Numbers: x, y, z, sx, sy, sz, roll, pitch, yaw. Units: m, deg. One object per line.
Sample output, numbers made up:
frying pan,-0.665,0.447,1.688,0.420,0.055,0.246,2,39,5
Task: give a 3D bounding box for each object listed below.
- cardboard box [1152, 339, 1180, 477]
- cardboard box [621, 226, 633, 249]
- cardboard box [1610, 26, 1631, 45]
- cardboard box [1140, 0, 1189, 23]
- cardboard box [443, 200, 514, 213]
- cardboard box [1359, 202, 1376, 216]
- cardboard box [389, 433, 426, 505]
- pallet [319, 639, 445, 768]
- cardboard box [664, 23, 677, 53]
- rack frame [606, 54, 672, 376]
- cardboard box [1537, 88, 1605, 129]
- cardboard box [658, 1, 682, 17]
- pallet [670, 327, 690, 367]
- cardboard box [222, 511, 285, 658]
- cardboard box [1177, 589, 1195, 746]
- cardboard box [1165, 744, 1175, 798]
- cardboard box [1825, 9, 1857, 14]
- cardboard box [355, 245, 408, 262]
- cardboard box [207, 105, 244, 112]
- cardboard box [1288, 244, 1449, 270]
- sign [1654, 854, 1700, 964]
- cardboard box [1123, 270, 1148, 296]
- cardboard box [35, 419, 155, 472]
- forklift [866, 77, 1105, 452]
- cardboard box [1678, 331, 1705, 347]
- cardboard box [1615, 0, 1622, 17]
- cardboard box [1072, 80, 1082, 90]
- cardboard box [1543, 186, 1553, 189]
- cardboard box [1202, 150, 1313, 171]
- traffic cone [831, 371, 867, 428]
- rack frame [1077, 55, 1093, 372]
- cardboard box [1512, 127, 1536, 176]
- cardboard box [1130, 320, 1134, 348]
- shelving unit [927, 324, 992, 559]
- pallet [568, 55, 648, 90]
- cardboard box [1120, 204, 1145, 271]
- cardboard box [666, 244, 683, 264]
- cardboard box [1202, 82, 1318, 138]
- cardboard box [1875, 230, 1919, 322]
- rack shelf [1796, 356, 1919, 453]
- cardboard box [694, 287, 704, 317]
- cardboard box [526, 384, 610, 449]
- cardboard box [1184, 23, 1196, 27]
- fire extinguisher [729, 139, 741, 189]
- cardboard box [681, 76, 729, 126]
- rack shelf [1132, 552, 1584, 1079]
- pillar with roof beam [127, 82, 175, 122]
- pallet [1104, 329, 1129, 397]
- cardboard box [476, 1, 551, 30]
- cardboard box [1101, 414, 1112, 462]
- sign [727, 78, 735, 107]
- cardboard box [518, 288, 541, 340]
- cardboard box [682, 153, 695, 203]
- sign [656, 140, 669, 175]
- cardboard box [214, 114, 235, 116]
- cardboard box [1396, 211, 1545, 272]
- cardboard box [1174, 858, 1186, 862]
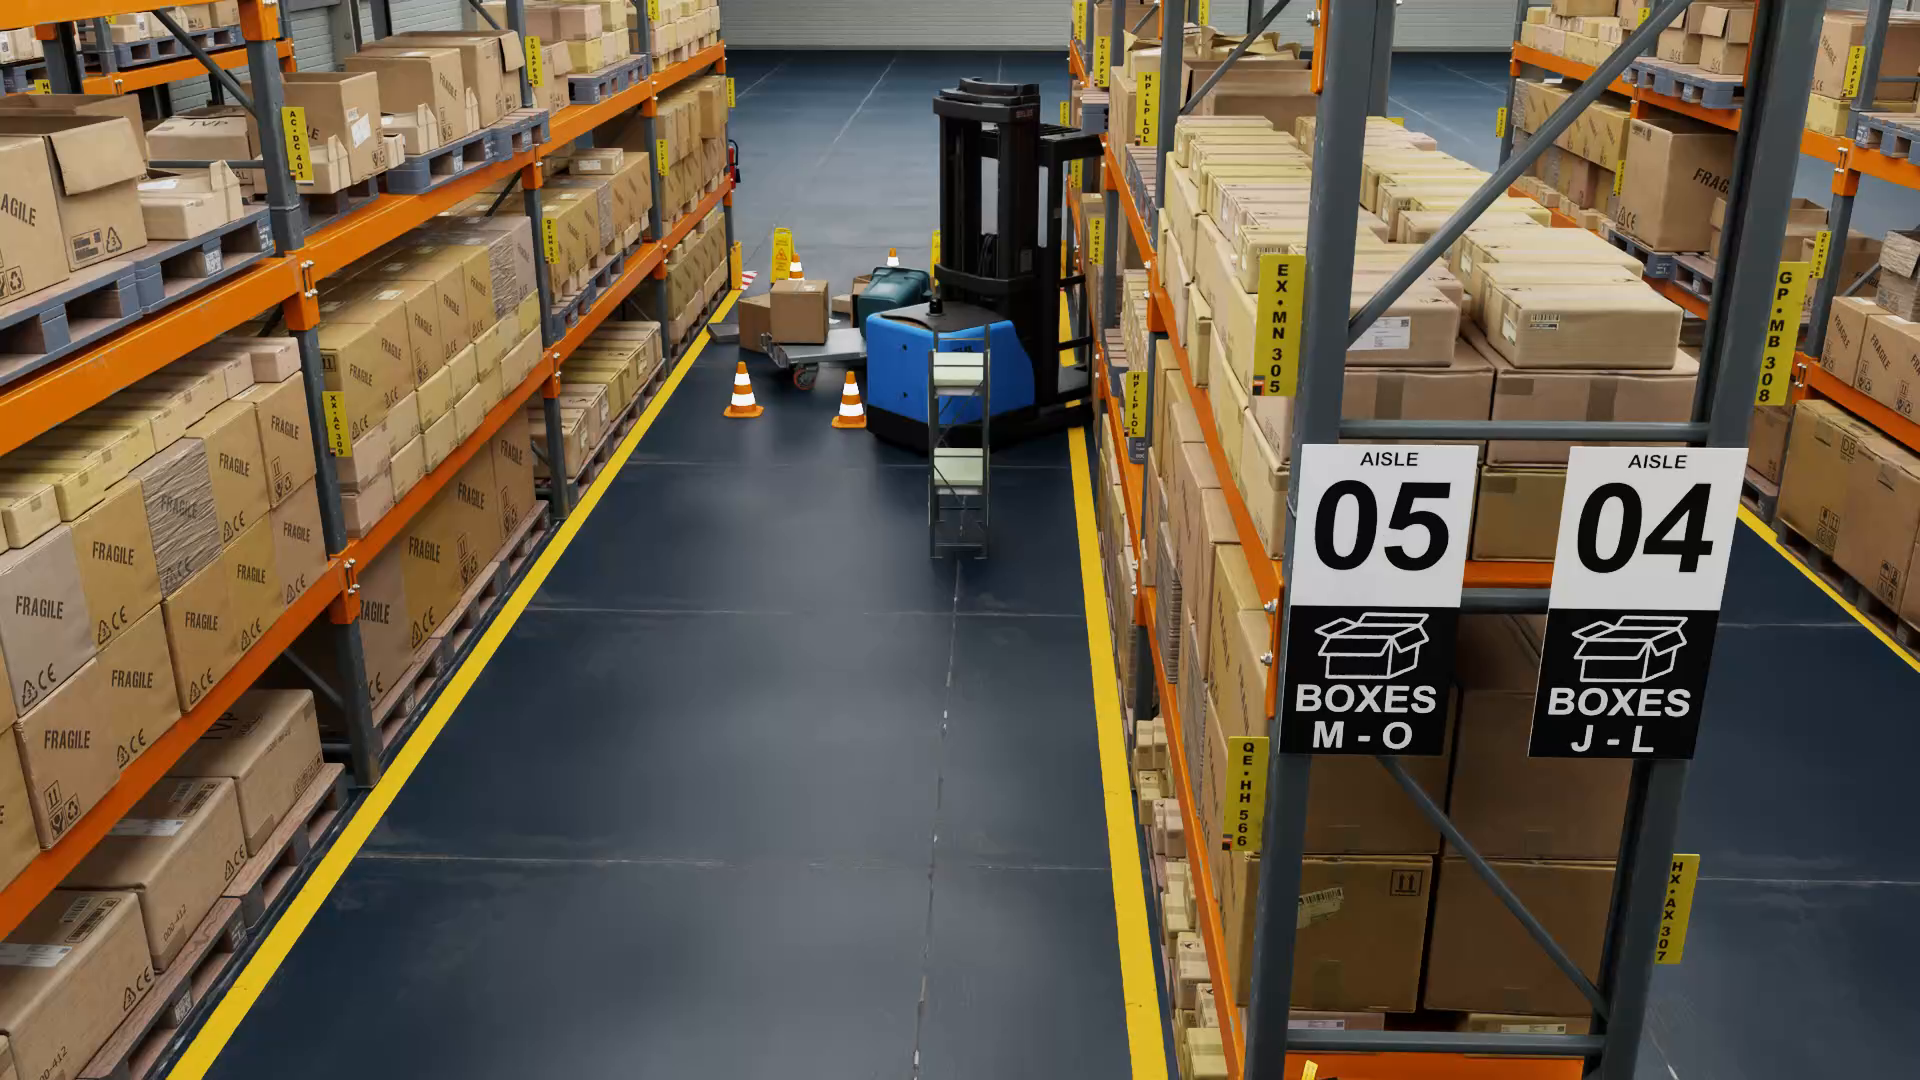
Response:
cardboard box,1.137,-0.595,7.483,0.500,0.500,0.500,1,21,3
cardboard box,-3.054,-2.623,14.409,0.380,0.149,0.250,1,21,2
cardboard box,6.334,-4.728,15.576,0.380,0.149,0.250,0,21,-1
cardboard box,1.933,-4.880,15.389,0.500,0.250,0.500,1,21,2
cardboard box,-3.694,-2.304,12.689,0.500,0.500,0.500,0,21,1
cardboard box,1.596,-1.119,6.136,0.500,0.250,0.500,1,21,4
cardboard box,-3.265,-0.395,9.108,0.500,0.250,0.500,0,21,0
pallet,-3.608,0.898,9.422,1.003,0.211,1.213,1,21,2
cardboard box,-3.019,-4.824,15.965,0.500,0.250,0.500,0,21,1
rack frame,-3.313,-3.014,15.651,1.000,3.000,0.127,1,21,2
cardboard box,6.389,-4.446,17.408,0.500,0.500,0.500,1,21,2
cardboard box,-3.012,-5.341,16.745,0.380,0.149,0.250,1,21,3
pallet,-3.328,-1.957,16.782,1.003,0.211,1.213,1,21,2
cardboard box,-3.325,0.188,7.259,0.500,0.500,0.500,0,21,0
cardboard box,1.082,0.442,6.193,0.500,0.500,0.500,2,21,4
cardboard box,1.151,1.065,7.675,0.380,0.149,0.250,0,21,1
cardboard box,6.271,-3.677,12.382,0.500,0.500,0.500,1,21,3
cardboard box,-3.730,-1.539,10.328,0.500,0.500,0.500,1,21,3
cardboard box,-8.376,-4.882,19.019,0.380,0.149,0.250,0,21,1
cardboard box,1.102,-0.709,4.529,0.380,0.149,0.250,0,21,0
sign,1.815,0.945,4.251,0.100,0.325,0.005,1,21,2
cardboard box,1.309,-1.740,11.310,0.380,0.149,0.250,1,21,2
cardboard box,-3.349,-0.361,6.394,0.380,0.149,0.250,0,21,0
forklift,0.629,-2.482,14.375,3.031,2.935,1.130,-18,28,-39
cardboard box,6.519,-1.551,14.727,0.700,0.500,0.500,1,21,1
cardboard box,6.920,-5.605,16.941,0.500,0.500,0.500,1,21,2
cardboard box,1.710,-4.882,18.765,0.875,0.550,0.550,1,21,2
cardboard box,6.436,-3.682,17.719,0.380,0.149,0.250,1,21,2
cardboard box,1.110,-1.372,6.237,0.380,0.149,0.250,0,21,0
traffic cone,-0.960,-1.252,14.616,0.336,0.463,0.334,1,21,2
rack frame,1.638,-2.996,15.605,1.000,3.000,0.127,1,21,2
cardboard box,6.670,-4.338,18.514,0.875,0.500,0.500,1,21,2
cardboard box,1.283,-1.309,10.611,0.380,0.149,0.250,1,21,2
shelving unit,0.000,-0.702,11.764,0.431,1.500,0.755,1,21,2
pallet,-3.438,-4.103,14.570,1.213,0.211,1.003,1,21,2
cardboard box,1.540,-2.225,12.096,0.700,0.500,0.500,1,21,1
cardboard box,-2.961,-2.835,16.476,0.380,0.149,0.250,1,21,2
cardboard box,1.516,-1.880,7.863,0.700,0.500,0.500,1,21,2
cardboard box,6.433,-1.709,10.762,0.797,0.503,0.637,1,21,3
rack shelf,6.410,-0.400,9.909,1.077,0.370,4.000,1,21,2
cardboard box,-3.007,-2.523,17.607,0.500,0.250,0.500,0,21,1
cardboard box,-3.393,-1.010,13.537,0.950,0.372,0.625,0,21,1
cardboard box,1.776,-4.310,14.332,0.500,0.250,0.500,1,21,2
fire extinguisher,-2.727,-4.461,19.486,0.296,0.674,0.183,1,21,2
cardboard box,-2.988,-4.925,18.643,0.700,0.500,0.500,0,21,0
rack shelf,1.334,0.955,6.416,1.077,0.370,4.000,1,21,2
pillar with roof beam,-4.772,-7.021,17.685,9.100,9.000,0.400,1,21,2
pallet,1.601,-1.202,11.245,1.213,0.211,1.003,1,21,2
cardboard box,-3.736,-4.384,13.971,0.500,0.250,0.500,0,21,0
cardboard box,1.253,-0.683,11.482,0.500,0.250,0.500,0,21,-1
sign,-2.637,-5.134,19.077,0.100,0.325,0.005,1,21,2
cardboard box,-3.195,-1.553,11.401,0.500,0.250,0.500,1,21,1
cardboard box,-3.001,-3.719,16.917,0.500,0.500,0.500,0,21,1
sign,-2.758,-3.549,15.429,0.100,0.325,0.005,1,21,2
cardboard box,-7.992,-4.596,18.281,0.380,0.149,0.250,1,21,2
cardboard box,1.528,-0.891,4.997,0.380,0.149,0.250,1,21,3
cardboard box,1.131,1.396,7.233,0.380,0.149,0.250,2,21,4
